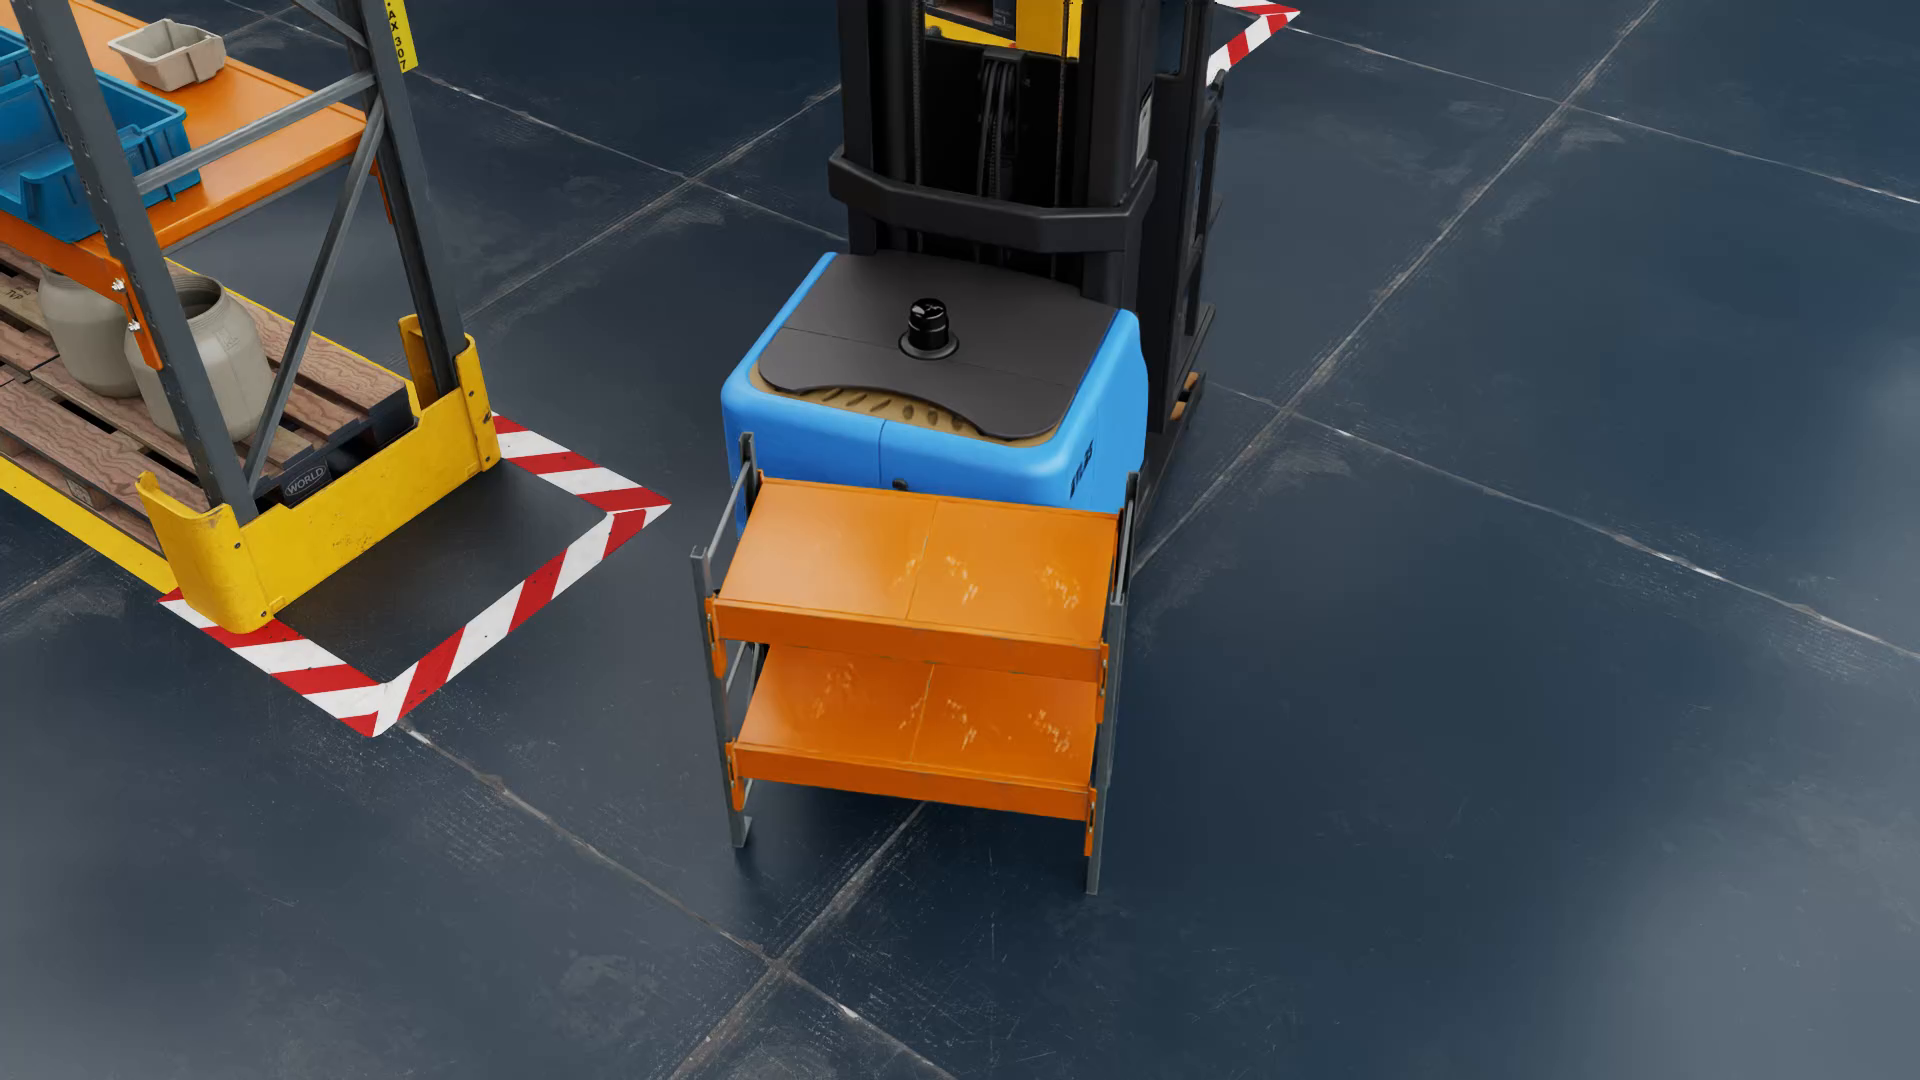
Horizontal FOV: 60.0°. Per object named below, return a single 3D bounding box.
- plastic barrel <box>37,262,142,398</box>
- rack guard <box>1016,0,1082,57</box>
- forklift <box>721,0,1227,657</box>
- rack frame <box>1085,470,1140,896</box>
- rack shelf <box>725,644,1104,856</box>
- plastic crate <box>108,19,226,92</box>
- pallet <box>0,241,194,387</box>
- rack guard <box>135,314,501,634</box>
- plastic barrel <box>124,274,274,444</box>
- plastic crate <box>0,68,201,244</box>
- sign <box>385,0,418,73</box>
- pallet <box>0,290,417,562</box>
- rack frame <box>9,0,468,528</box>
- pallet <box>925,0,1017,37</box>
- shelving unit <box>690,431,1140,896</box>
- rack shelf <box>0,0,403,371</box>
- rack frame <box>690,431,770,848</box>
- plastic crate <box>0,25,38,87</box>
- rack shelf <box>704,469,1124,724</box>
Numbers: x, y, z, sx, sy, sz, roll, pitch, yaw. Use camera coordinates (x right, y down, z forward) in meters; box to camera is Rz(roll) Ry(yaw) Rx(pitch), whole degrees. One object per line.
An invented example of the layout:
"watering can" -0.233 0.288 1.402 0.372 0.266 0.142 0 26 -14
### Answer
"plastic barrel" -3.035 -0.807 5.953 0.421 0.512 0.421 0 42 0
"rack guard" 0.739 -2.977 8.702 0.348 0.500 1.175 25 48 25
"forklift" 0.287 -1.527 5.259 1.130 2.935 3.031 13 44 14
"rack frame" 0.406 0.407 4.452 0.032 1.125 0.500 6 42 7
"rack shelf" -0.096 0.535 4.675 1.000 0.278 0.538 6 42 7
"plastic crate" -2.590 -1.596 5.482 0.250 0.136 0.298 25 48 25
"pallet" -3.788 -0.921 6.621 1.213 0.211 1.003 25 48 25
"rack guard" -2.132 -0.248 5.652 0.348 0.500 1.175 25 48 25
"plastic barrel" -2.625 -0.615 5.739 0.421 0.512 0.421 0 42 0
"plastic crate" -2.624 -1.148 4.896 0.616 0.251 0.499 25 48 25
"sign" -1.723 -1.577 5.056 0.005 0.325 0.100 25 48 25
"pallet" -2.794 -0.454 6.099 1.213 0.211 1.003 25 48 25
"rack frame" -2.042 -1.176 4.814 0.127 3.000 1.000 25 48 25
"pallet" 0.095 -3.200 9.168 1.213 0.211 1.003 25 48 25
"shelving unit" -0.096 0.353 4.512 1.048 1.125 0.538 6 42 7
"rack shelf" -3.680 -1.673 5.910 4.000 0.370 1.077 25 48 25
"rack frame" -0.598 0.298 4.573 0.032 1.125 0.500 6 42 7
"plastic crate" -3.152 -1.400 5.177 0.408 0.251 0.499 25 48 25
"rack shelf" -0.096 0.134 4.317 1.000 0.278 0.538 6 42 7
